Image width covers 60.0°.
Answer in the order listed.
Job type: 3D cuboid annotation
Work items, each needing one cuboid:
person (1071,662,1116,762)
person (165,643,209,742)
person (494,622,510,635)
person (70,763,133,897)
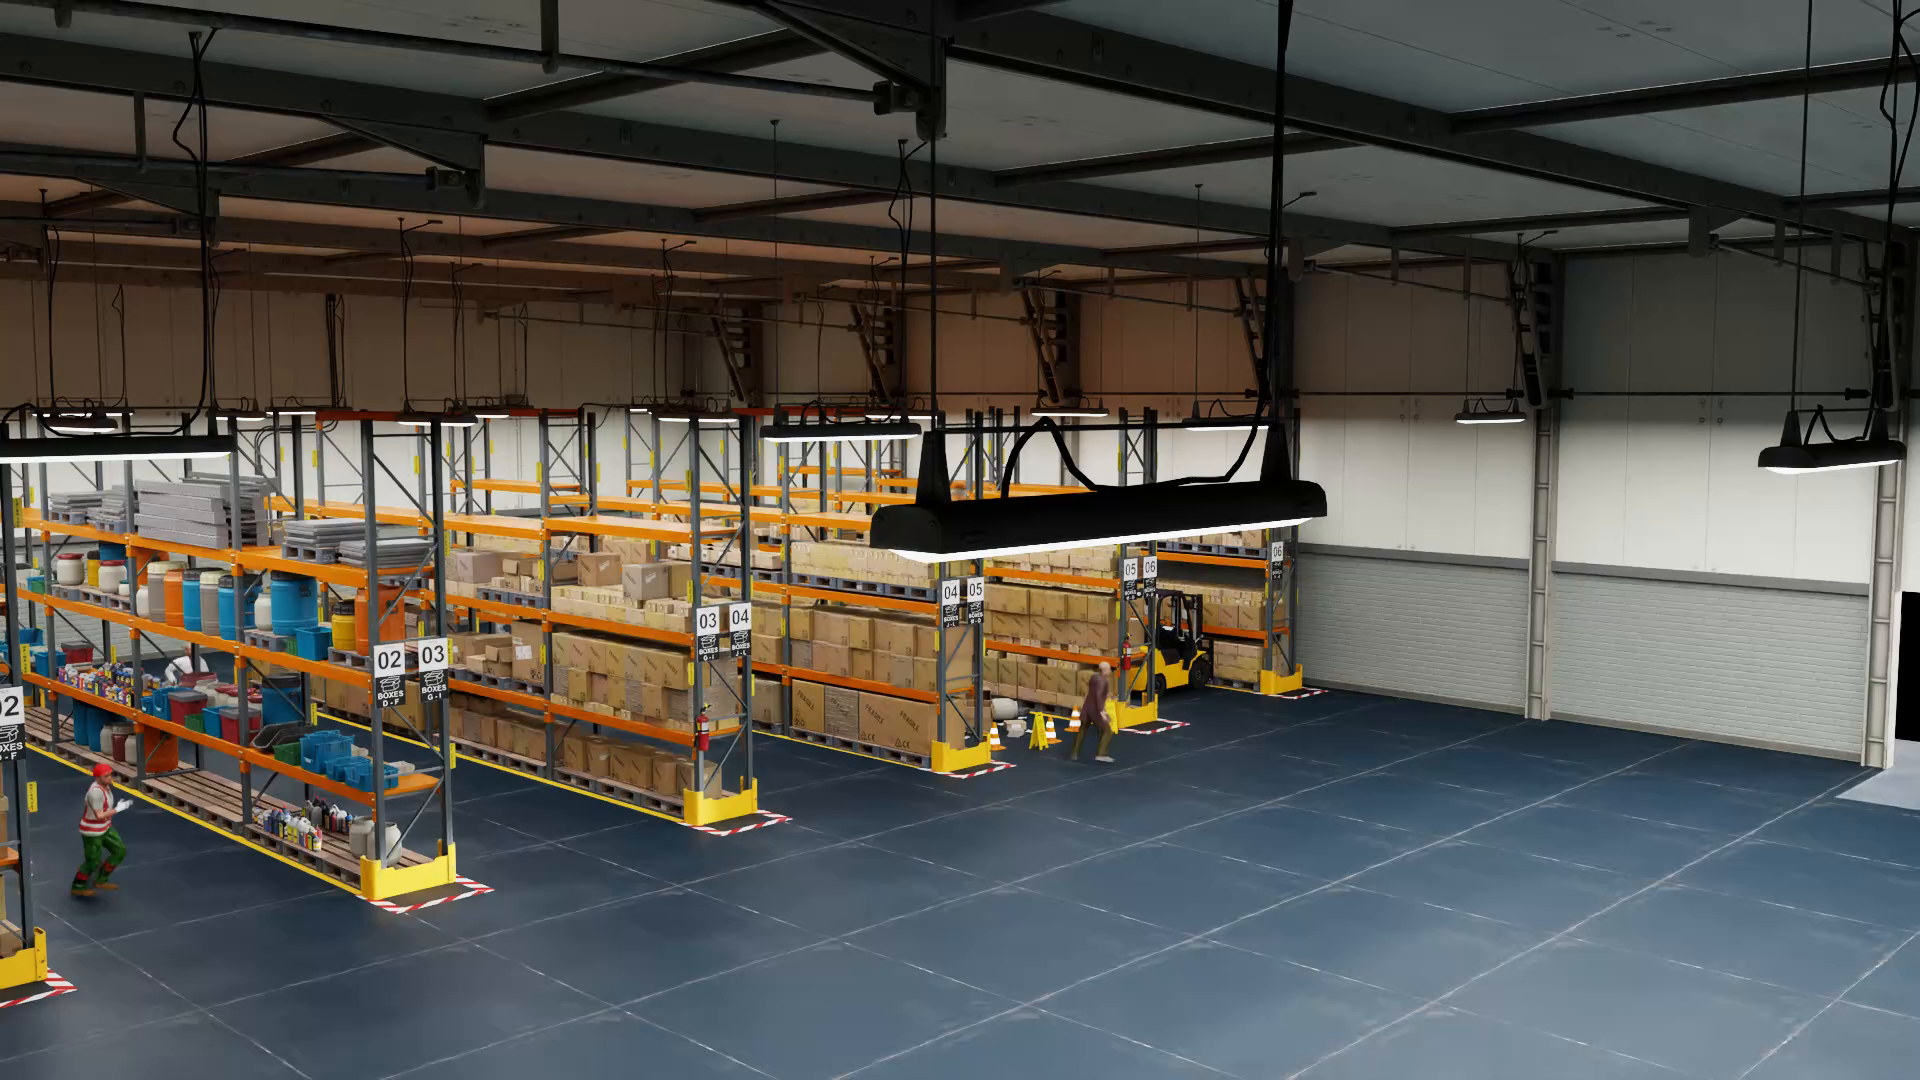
[{"bbox_3d":[2.357,2.946,28.701,0.869,1.735,0.767,-3,6,-32],"label":"person"},{"bbox_3d":[-13.973,2.769,30.277,0.743,1.790,0.688,3,6,30],"label":"person"},{"bbox_3d":[-11.457,1.885,41.239,0.641,1.627,0.801,2,5,21],"label":"person"},{"bbox_3d":[-10.730,3.637,20.732,0.870,1.736,0.618,0,5,-4],"label":"person"}]
